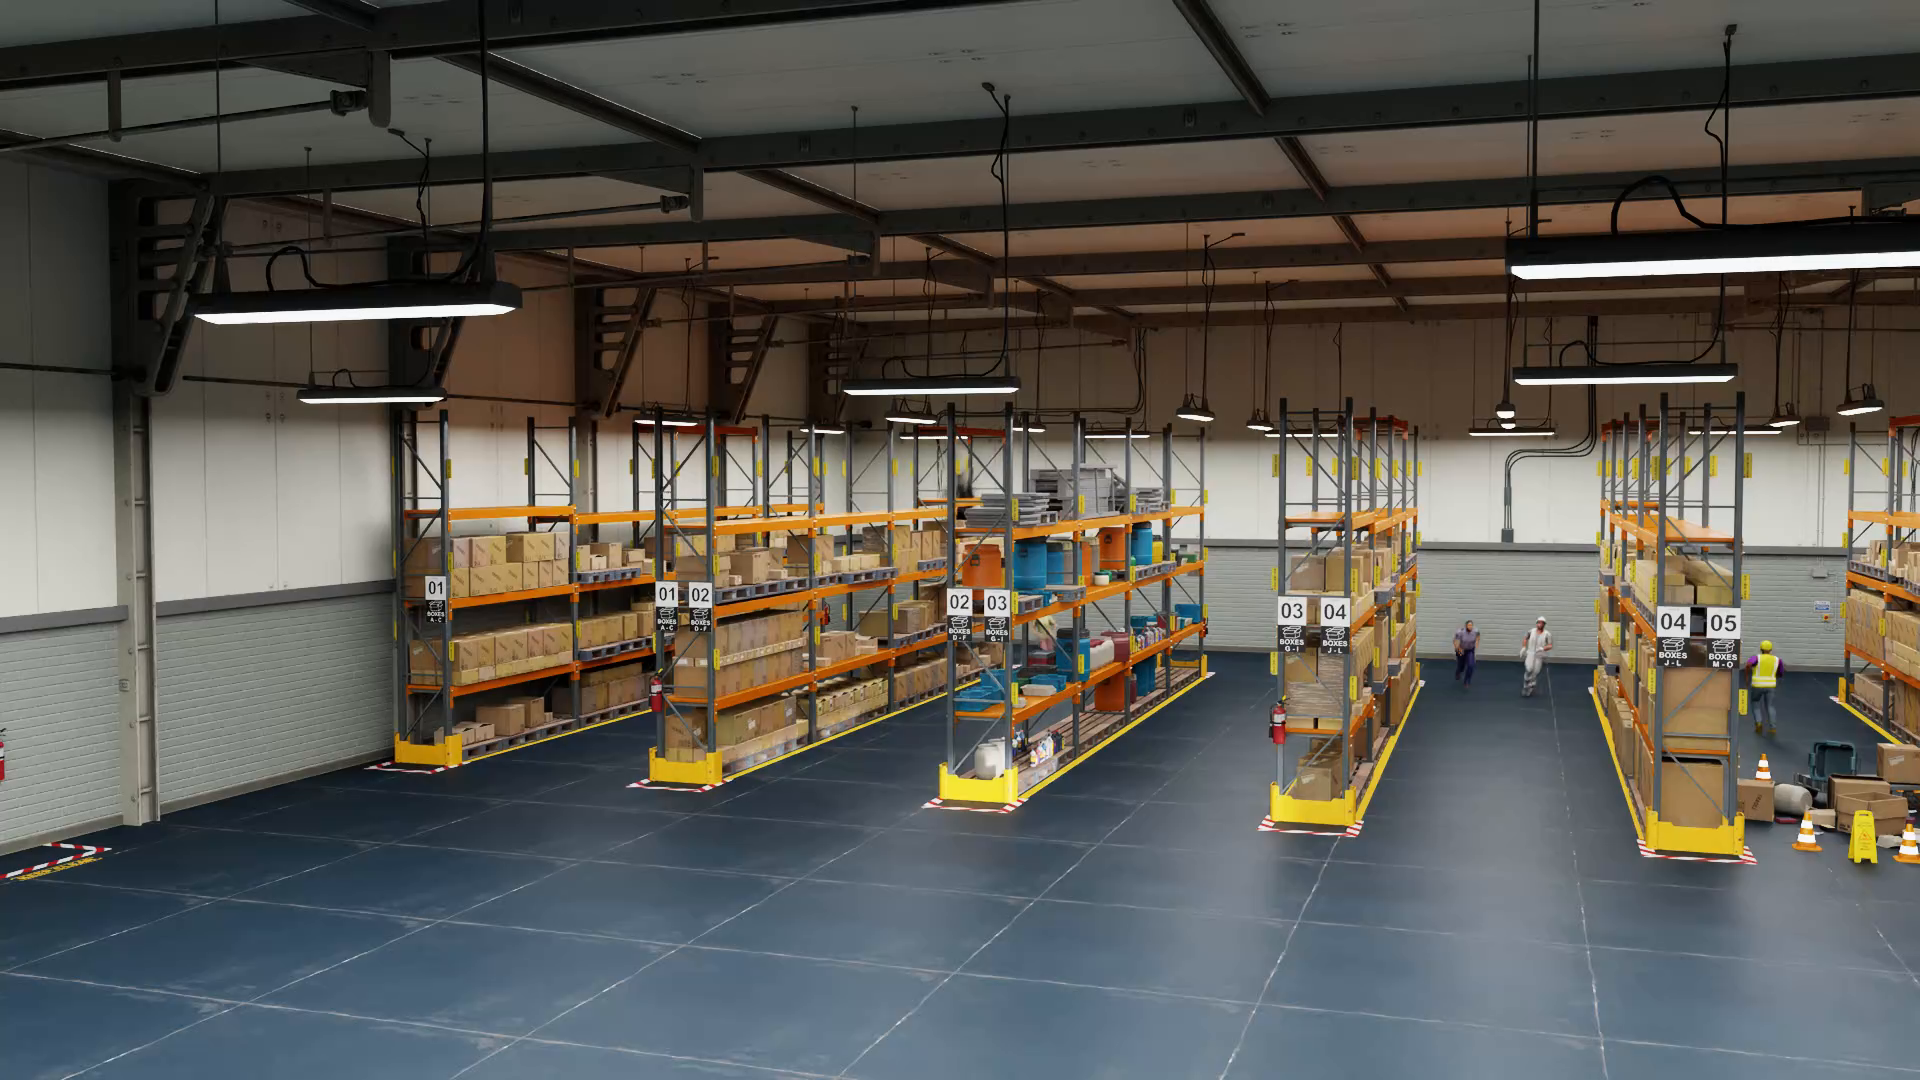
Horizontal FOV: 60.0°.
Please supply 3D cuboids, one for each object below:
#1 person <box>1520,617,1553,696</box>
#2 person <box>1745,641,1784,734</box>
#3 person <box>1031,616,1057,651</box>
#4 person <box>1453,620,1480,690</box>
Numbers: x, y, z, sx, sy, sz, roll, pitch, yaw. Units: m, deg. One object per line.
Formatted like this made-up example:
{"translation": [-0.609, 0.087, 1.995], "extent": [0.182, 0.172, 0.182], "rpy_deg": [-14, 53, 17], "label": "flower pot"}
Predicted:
{"translation": [12.618, 2.547, 36.420], "extent": [0.691, 1.718, 0.665], "rpy_deg": [1, 3, 24], "label": "person"}
{"translation": [15.076, 2.785, 31.205], "extent": [0.708, 1.795, 0.877], "rpy_deg": [1, 3, 17], "label": "person"}
{"translation": [2.073, 2.444, 40.950], "extent": [0.630, 1.610, 0.528], "rpy_deg": [0, 2, 5], "label": "person"}
{"translation": [11.575, 2.619, 38.121], "extent": [0.615, 1.586, 0.896], "rpy_deg": [0, 2, -3], "label": "person"}
